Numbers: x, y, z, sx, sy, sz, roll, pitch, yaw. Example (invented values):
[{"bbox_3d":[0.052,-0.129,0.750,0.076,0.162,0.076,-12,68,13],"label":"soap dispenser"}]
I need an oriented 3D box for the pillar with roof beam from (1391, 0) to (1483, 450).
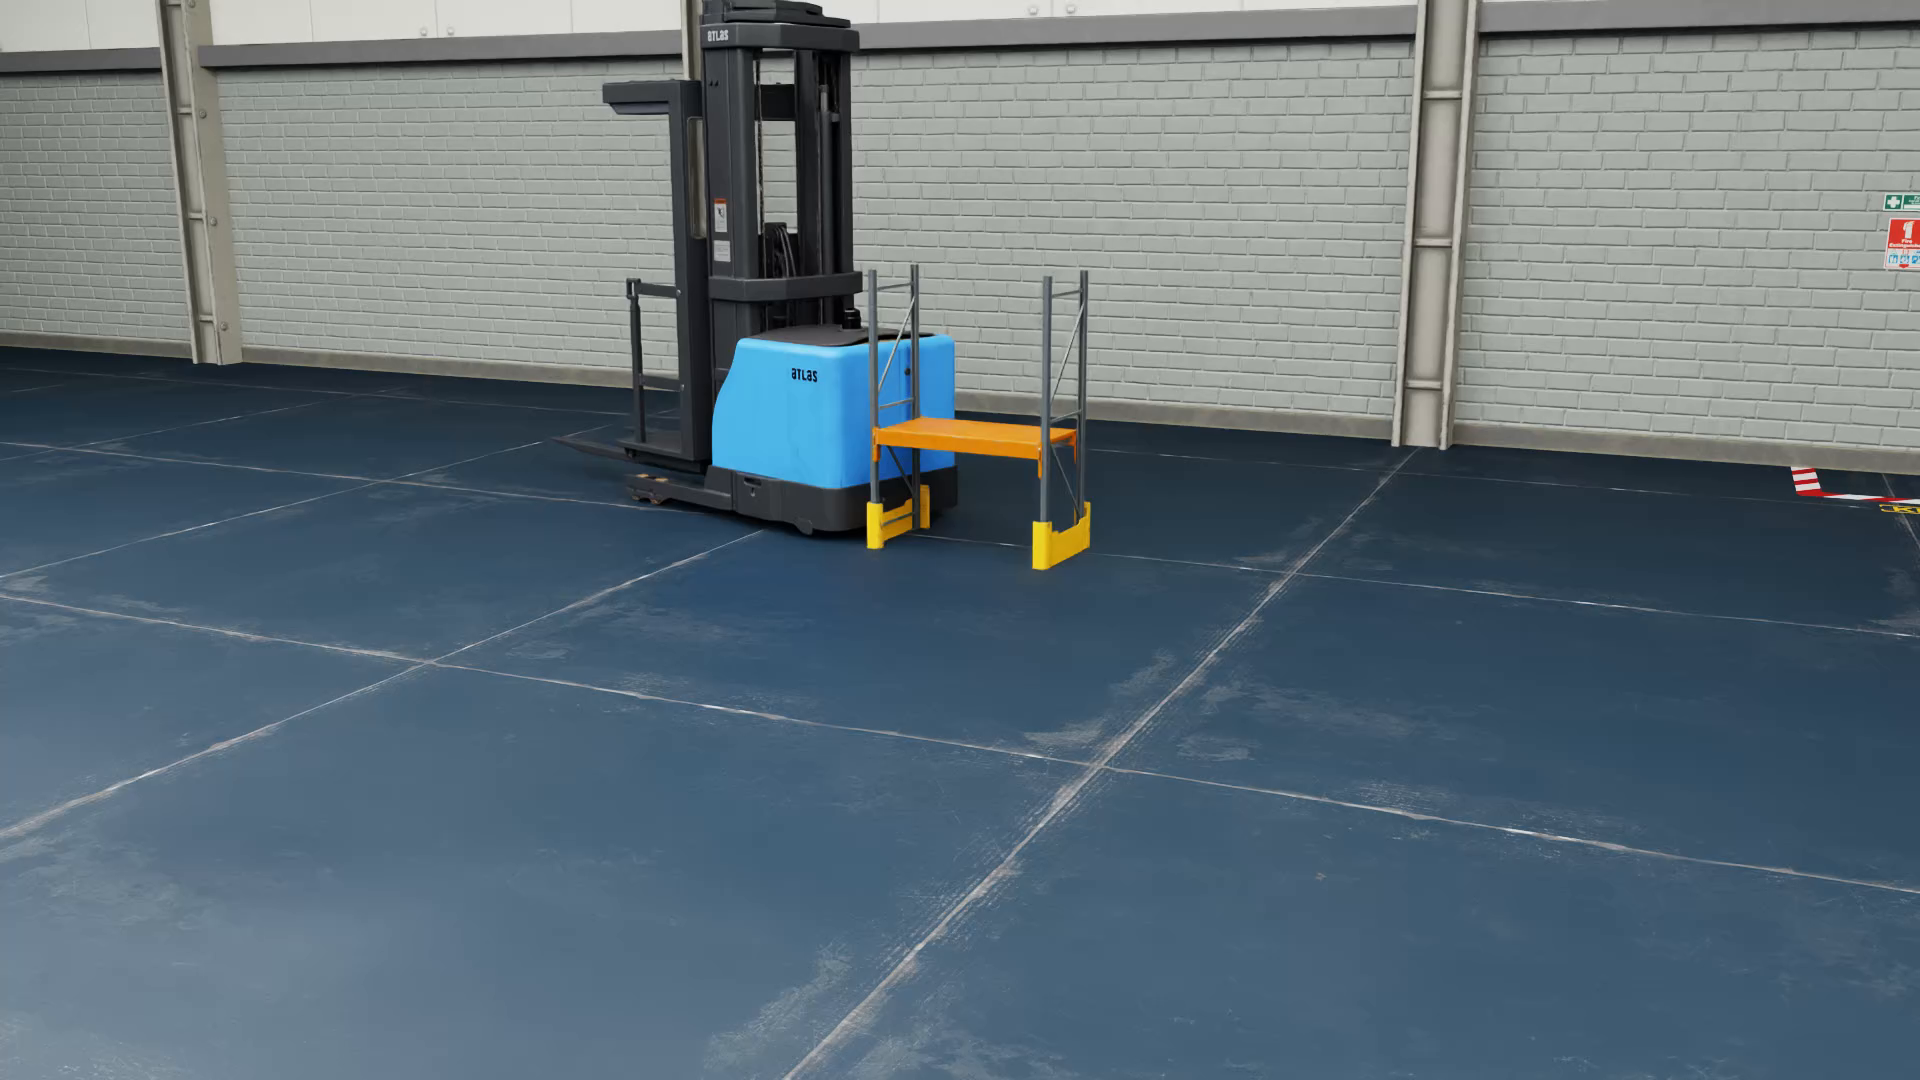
[{"bbox_3d":[1.660,-4.185,7.392,0.400,9.000,9.100,6,14,23],"label":"pillar with roof beam"}]

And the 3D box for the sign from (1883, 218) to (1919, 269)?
[{"bbox_3d":[6.182,-1.935,10.858,0.234,0.329,0.001,6,14,23],"label":"sign"}]

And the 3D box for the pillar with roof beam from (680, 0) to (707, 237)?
[{"bbox_3d":[-3.826,-4.740,9.758,0.400,9.000,9.100,6,14,23],"label":"pillar with roof beam"}]

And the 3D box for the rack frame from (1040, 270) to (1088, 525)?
[{"bbox_3d":[0.543,-0.635,8.678,0.032,1.500,0.500,7,15,27],"label":"rack frame"}]

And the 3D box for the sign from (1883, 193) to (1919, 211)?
[{"bbox_3d":[6.183,-2.191,10.788,0.331,0.109,0.001,6,14,23],"label":"sign"}]

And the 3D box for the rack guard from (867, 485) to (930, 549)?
[{"bbox_3d":[-0.339,-0.133,9.273,0.087,0.250,0.587,7,15,27],"label":"rack guard"}]

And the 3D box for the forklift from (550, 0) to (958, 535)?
[{"bbox_3d":[-1.433,-1.717,10.155,3.031,2.935,1.130,12,18,42],"label":"forklift"}]

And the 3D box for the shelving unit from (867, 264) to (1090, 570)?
[{"bbox_3d":[0.101,-0.688,8.904,1.083,1.500,0.587,7,15,27],"label":"shelving unit"}]

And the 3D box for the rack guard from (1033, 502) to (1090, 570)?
[{"bbox_3d":[0.542,-0.027,8.821,0.087,0.250,0.587,7,15,27],"label":"rack guard"}]

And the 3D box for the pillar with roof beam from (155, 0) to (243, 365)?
[{"bbox_3d":[-9.311,-5.296,12.124,0.400,9.000,9.100,6,14,23],"label":"pillar with roof beam"}]

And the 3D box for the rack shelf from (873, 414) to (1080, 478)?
[{"bbox_3d":[0.093,-0.514,8.949,1.000,0.185,0.538,7,15,27],"label":"rack shelf"}]

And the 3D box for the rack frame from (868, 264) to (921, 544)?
[{"bbox_3d":[-0.356,-0.743,9.139,0.032,1.500,0.500,7,15,27],"label":"rack frame"}]
